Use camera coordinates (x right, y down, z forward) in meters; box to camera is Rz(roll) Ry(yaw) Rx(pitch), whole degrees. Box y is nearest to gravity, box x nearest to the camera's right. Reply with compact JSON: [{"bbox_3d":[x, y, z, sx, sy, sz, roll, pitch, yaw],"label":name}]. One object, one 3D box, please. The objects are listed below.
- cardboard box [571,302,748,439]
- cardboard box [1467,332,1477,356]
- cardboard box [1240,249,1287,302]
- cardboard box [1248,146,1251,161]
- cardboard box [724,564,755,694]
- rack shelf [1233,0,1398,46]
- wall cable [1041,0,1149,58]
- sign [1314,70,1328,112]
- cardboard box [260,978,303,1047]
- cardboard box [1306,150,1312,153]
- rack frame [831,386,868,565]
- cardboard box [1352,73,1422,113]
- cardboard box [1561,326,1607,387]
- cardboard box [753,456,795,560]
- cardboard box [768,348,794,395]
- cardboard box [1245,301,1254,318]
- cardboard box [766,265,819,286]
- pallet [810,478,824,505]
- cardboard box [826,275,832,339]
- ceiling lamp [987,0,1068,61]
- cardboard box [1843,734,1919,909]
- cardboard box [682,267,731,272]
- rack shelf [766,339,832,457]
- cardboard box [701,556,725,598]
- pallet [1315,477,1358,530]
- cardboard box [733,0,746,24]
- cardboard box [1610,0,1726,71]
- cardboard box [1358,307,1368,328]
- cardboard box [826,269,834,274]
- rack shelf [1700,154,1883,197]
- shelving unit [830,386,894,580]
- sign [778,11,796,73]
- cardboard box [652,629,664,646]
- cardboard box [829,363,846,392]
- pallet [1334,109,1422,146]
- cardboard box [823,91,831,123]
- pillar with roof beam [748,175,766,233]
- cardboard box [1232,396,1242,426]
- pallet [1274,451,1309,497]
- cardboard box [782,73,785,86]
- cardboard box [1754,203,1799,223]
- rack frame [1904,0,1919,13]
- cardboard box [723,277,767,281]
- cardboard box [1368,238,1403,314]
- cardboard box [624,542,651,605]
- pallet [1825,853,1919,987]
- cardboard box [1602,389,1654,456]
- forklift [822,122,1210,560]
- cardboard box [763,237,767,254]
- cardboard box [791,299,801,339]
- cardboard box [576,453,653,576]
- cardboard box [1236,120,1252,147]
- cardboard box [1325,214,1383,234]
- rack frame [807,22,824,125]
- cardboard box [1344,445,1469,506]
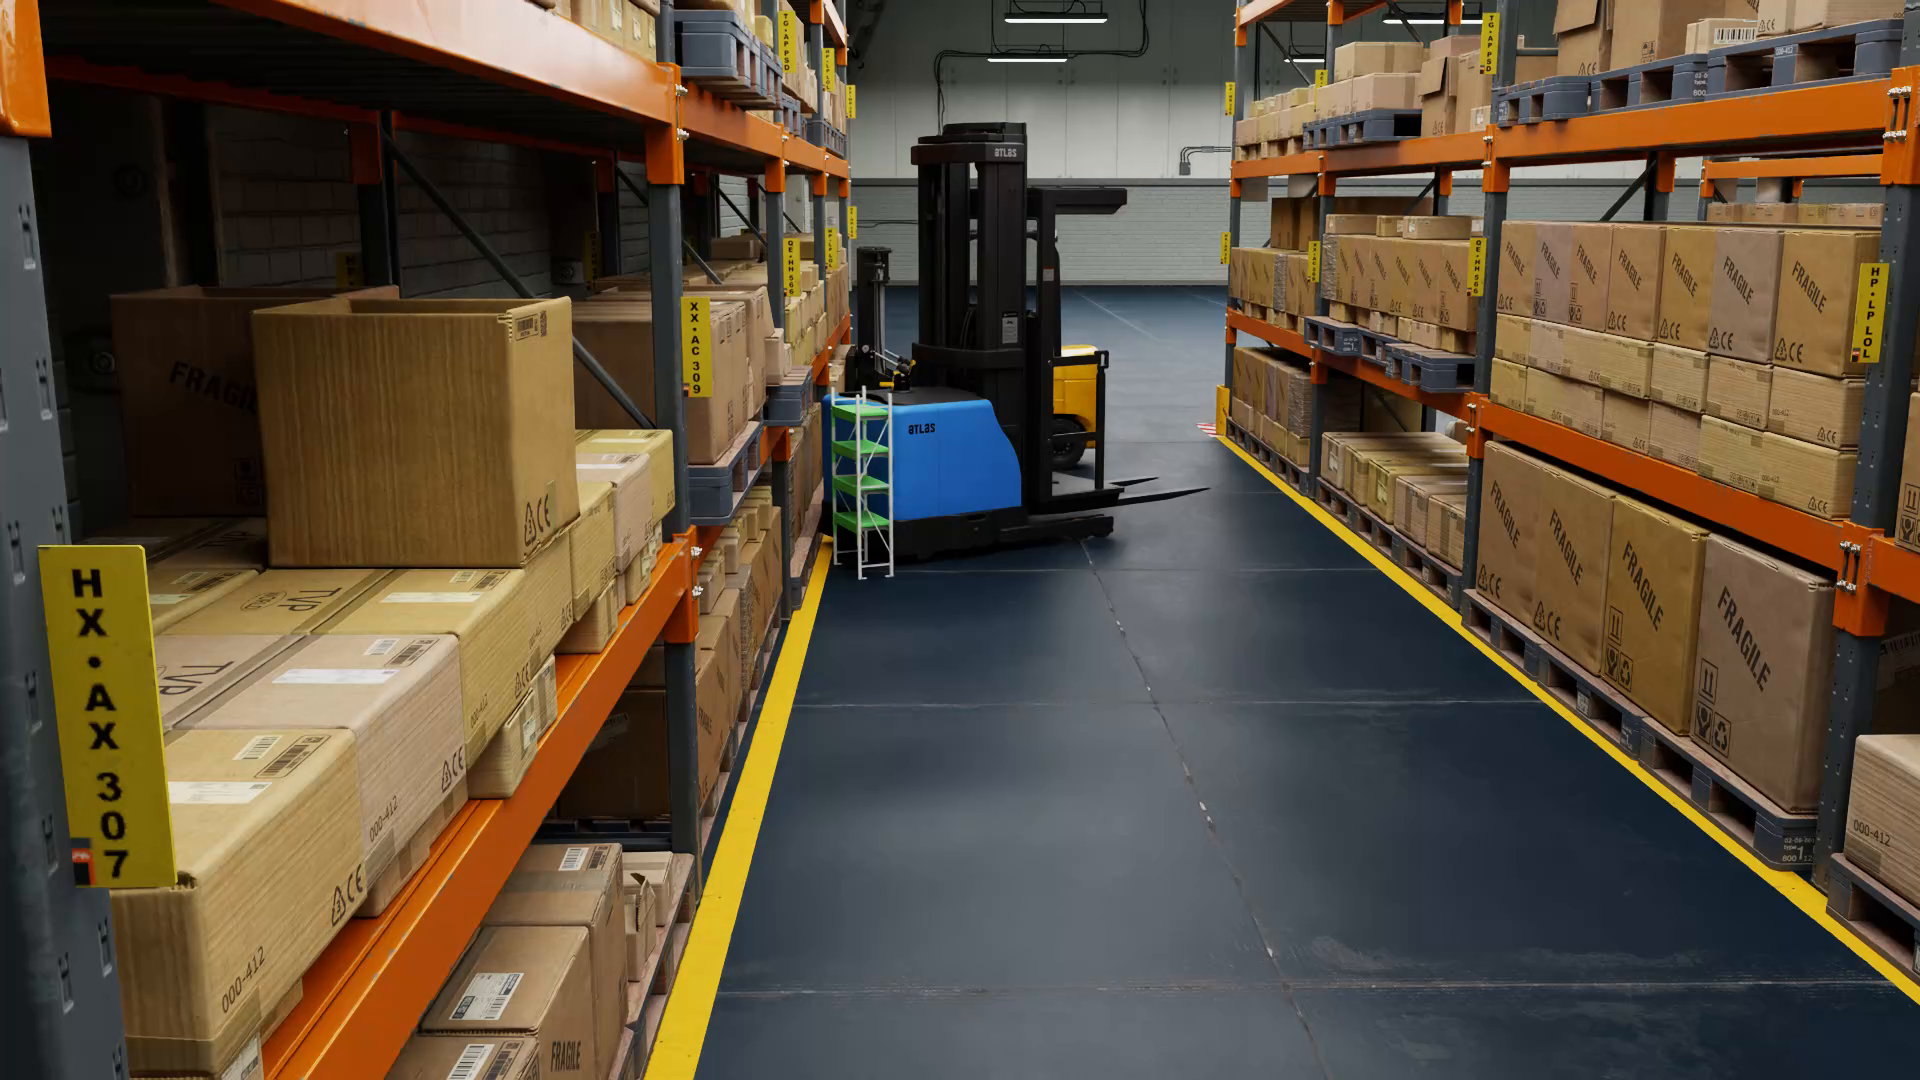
[{"bbox_3d":[-1.206,-0.659,6.454,0.700,0.500,0.500,0,11,-1],"label":"cardboard box"},{"bbox_3d":[3.229,-1.167,9.843,0.380,0.149,0.250,0,11,1],"label":"cardboard box"},{"bbox_3d":[3.052,-2.607,16.365,0.500,0.500,0.500,0,11,1],"label":"cardboard box"},{"bbox_3d":[3.083,-3.838,16.521,0.380,0.149,0.250,-1,11,-3],"label":"cardboard box"},{"bbox_3d":[-1.225,0.410,7.724,0.500,0.500,0.500,-1,11,-3],"label":"cardboard box"},{"bbox_3d":[3.347,-4.799,14.897,1.077,0.370,4.000,0,11,-1],"label":"rack shelf"},{"bbox_3d":[3.896,-15.148,47.760,3.097,2.526,0.112,0,11,-1],"label":"wall cable"},{"bbox_3d":[2.846,-3.535,13.094,0.100,0.325,0.005,0,11,-1],"label":"sign"},{"bbox_3d":[-1.110,0.598,2.201,0.380,0.149,0.250,0,11,0],"label":"cardboard box"},{"bbox_3d":[3.130,-3.325,13.991,0.380,0.149,0.250,0,11,-1],"label":"cardboard box"},{"bbox_3d":[-0.742,-0.431,11.163,0.240,1.200,0.015,-5,12,-23],"label":"rack frame"},{"bbox_3d":[3.043,-3.099,11.567,0.500,0.250,0.500,0,11,-2],"label":"cardboard box"},{"bbox_3d":[3.242,-0.888,8.012,0.500,0.250,0.500,0,11,-1],"label":"cardboard box"},{"bbox_3d":[-1.491,-0.165,10.245,0.875,0.625,0.625,0,11,1],"label":"cardboard box"},{"bbox_3d":[-1.257,-1.015,9.893,0.500,0.250,0.500,0,11,-1],"label":"cardboard box"},{"bbox_3d":[3.009,-2.265,16.311,0.380,0.149,0.250,0,11,0],"label":"cardboard box"},{"bbox_3d":[-1.232,-1.942,12.205,0.380,0.149,0.250,-1,11,-3],"label":"cardboard box"},{"bbox_3d":[-1.520,-0.281,12.914,1.003,0.211,1.213,0,11,-1],"label":"pallet"},{"bbox_3d":[-1.323,-1.932,13.788,0.500,0.500,0.500,-1,11,-3],"label":"cardboard box"},{"bbox_3d":[1.665,-13.463,41.105,2.000,3.185,0.800,0,11,-1],"label":"ceiling lamp"},{"bbox_3d":[3.459,0.950,5.219,0.875,0.438,0.875,0,11,-2],"label":"cardboard box"},{"bbox_3d":[-1.808,-1.837,11.685,0.380,0.149,0.250,0,11,-2],"label":"cardboard box"},{"bbox_3d":[-1.533,-1.044,11.470,1.077,0.370,4.000,0,11,-1],"label":"rack shelf"},{"bbox_3d":[-1.240,0.166,7.297,0.380,0.149,0.250,0,11,1],"label":"cardboard box"},{"bbox_3d":[3.406,-0.294,12.977,1.003,0.211,1.213,0,11,-1],"label":"pallet"},{"bbox_3d":[-1.011,-2.019,6.245,0.380,0.149,0.250,0,11,0],"label":"cardboard box"},{"bbox_3d":[3.681,-2.549,8.227,0.700,0.500,0.500,-1,11,-4],"label":"cardboard box"},{"bbox_3d":[3.126,-1.630,12.124,0.380,0.149,0.250,0,11,0],"label":"cardboard box"},{"bbox_3d":[-1.289,-2.378,14.353,0.380,0.149,0.250,0,11,0],"label":"cardboard box"},{"bbox_3d":[8.294,-3.371,15.394,1.077,0.370,4.000,0,11,-1],"label":"rack shelf"},{"bbox_3d":[-0.646,-0.386,10.943,0.258,1.200,0.503,-5,12,-23],"label":"shelving unit"},{"bbox_3d":[-0.949,-2.724,9.098,0.100,0.325,0.005,0,11,-1],"label":"sign"},{"bbox_3d":[-1.211,0.280,5.988,0.380,0.149,0.250,0,11,-2],"label":"cardboard box"},{"bbox_3d":[-1.293,-1.440,14.959,0.500,0.250,0.500,0,11,1],"label":"cardboard box"},{"bbox_3d":[3.319,-2.864,11.560,1.213,0.211,1.003,0,11,-1],"label":"pallet"},{"bbox_3d":[-1.348,-3.642,13.837,0.500,0.311,0.500,0,11,0],"label":"cardboard box"},{"bbox_3d":[1.636,-6.598,21.947,9.100,9.000,0.400,0,11,-1],"label":"pillar with roof beam"},{"bbox_3d":[3.046,-1.307,16.817,0.500,0.250,0.500,0,11,-2],"label":"cardboard box"},{"bbox_3d":[3.339,-0.582,14.397,1.003,0.211,1.213,0,11,-1],"label":"pallet"},{"bbox_3d":[-1.195,-2.680,9.460,0.380,0.166,0.250,0,11,-1],"label":"cardboard box"},{"bbox_3d":[8.201,-2.959,16.006,0.875,0.550,0.550,0,11,-1],"label":"cardboard box"},{"bbox_3d":[3.553,-3.165,5.027,1.000,3.000,0.127,0,11,-1],"label":"rack frame"},{"bbox_3d":[-1.242,-1.534,10.195,0.380,0.149,0.250,0,11,0],"label":"cardboard box"},{"bbox_3d":[3.140,-1.821,11.437,0.500,0.500,0.500,-1,11,-3],"label":"cardboard box"},{"bbox_3d":[-1.093,0.085,4.728,0.380,0.149,0.250,0,11,0],"label":"cardboard box"},{"bbox_3d":[3.491,1.293,5.154,1.003,0.211,1.213,0,11,-1],"label":"pallet"},{"bbox_3d":[3.276,-0.544,7.573,0.500,0.250,0.500,0,11,-1],"label":"cardboard box"},{"bbox_3d":[0.513,-1.507,12.114,3.031,2.935,1.130,-8,14,-34],"label":"forklift"},{"bbox_3d":[-1.877,-2.624,14.816,0.380,0.149,0.250,0,11,-2],"label":"cardboard box"},{"bbox_3d":[-1.266,-1.359,10.334,0.500,0.250,0.500,0,11,1],"label":"cardboard box"},{"bbox_3d":[-1.130,-0.076,4.520,0.500,0.250,0.500,0,11,-1],"label":"cardboard box"},{"bbox_3d":[3.049,-4.052,16.571,0.500,0.250,0.500,0,11,-2],"label":"cardboard box"},{"bbox_3d":[3.044,-2.439,12.848,0.380,0.149,0.250,0,11,-1],"label":"cardboard box"},{"bbox_3d":[-1.574,-4.734,12.762,1.000,3.000,0.127,0,11,-1],"label":"rack frame"},{"bbox_3d":[3.420,-0.486,12.464,0.950,0.372,0.625,0,11,2],"label":"cardboard box"}]
